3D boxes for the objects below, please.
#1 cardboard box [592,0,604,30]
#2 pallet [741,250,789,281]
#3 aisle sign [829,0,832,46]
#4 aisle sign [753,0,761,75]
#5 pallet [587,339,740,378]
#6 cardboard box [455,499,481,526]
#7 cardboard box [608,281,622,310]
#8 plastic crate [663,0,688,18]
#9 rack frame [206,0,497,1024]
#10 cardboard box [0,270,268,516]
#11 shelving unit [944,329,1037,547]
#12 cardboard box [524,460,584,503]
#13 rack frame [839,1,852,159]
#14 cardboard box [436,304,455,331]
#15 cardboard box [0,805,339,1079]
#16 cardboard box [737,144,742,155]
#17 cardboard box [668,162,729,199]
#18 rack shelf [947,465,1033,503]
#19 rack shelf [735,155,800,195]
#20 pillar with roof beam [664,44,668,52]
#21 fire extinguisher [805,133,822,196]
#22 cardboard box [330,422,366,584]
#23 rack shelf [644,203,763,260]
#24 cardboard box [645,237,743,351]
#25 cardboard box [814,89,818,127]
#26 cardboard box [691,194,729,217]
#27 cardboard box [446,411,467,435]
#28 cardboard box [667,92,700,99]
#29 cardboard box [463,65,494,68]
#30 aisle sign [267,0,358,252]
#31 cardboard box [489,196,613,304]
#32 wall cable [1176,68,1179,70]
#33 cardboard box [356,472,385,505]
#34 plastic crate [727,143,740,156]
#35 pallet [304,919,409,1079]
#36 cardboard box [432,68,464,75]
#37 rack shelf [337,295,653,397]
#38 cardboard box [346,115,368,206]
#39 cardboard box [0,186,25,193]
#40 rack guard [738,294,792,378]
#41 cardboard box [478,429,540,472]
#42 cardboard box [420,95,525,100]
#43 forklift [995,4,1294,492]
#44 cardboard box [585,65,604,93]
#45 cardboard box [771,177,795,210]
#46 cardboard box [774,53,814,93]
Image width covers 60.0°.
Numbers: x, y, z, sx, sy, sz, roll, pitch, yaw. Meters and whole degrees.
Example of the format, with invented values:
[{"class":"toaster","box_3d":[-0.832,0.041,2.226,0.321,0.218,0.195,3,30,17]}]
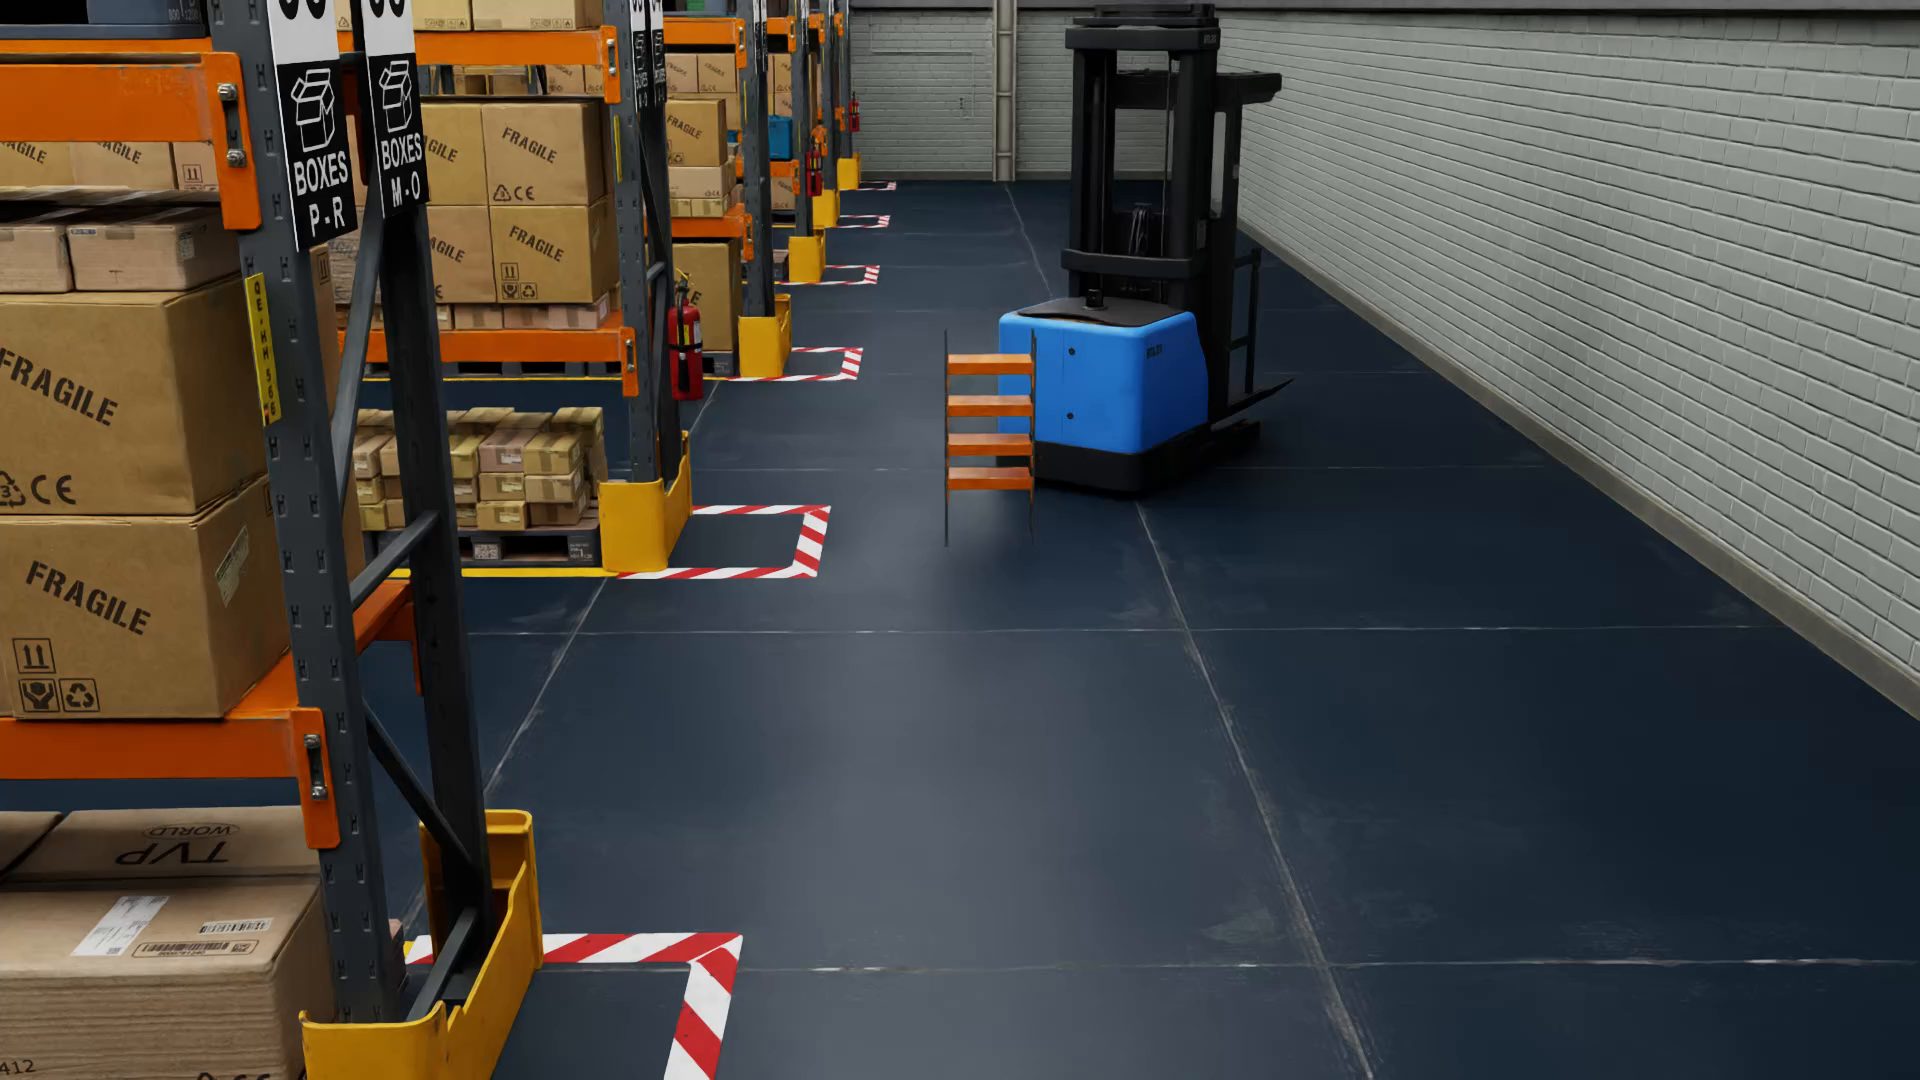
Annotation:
[{"class":"cardboard box","box_3d":[-2.158,-2.864,8.901,0.500,0.250,0.500,0,18,1]},{"class":"pallet","box_3d":[-2.585,-3.140,18.990,1.213,0.211,1.003,0,18,-1]},{"class":"aisle sign","box_3d":[-1.761,-7.117,22.568,0.004,0.787,0.394,0,18,-1]},{"class":"aisle sign","box_3d":[-1.605,-4.094,13.142,0.004,0.787,0.394,0,18,-1]},{"class":"pallet","box_3d":[-2.480,-1.591,14.163,1.213,0.211,1.003,0,18,-1]},{"class":"cardboard box","box_3d":[-2.749,-0.201,9.242,0.250,0.149,0.380,0,18,-1]},{"class":"cardboard box","box_3d":[-2.034,-1.411,9.445,0.250,0.149,0.380,0,18,-1]},{"class":"plastic crate","box_3d":[-3.292,-5.935,18.329,0.767,0.338,0.504,0,18,-1]},{"class":"rack frame","box_3d":[-1.525,0.080,4.388,0.127,3.000,1.000,0,18,-1]},{"class":"cardboard box","box_3d":[-2.004,-0.369,3.986,0.500,0.500,0.500,0,18,1]},{"class":"shelving unit","box_3d":[0.166,-0.572,9.367,0.503,1.200,0.258,0,18,-1]},{"class":"cardboard box","box_3d":[-2.228,-0.326,9.146,0.250,0.149,0.380,-1,18,-2]},{"class":"rack frame","box_3d":[-1.916,-7.485,27.972,0.127,3.000,1.000,0,18,-1]},{"class":"cardboard box","box_3d":[-2.781,-1.220,8.852,0.250,0.149,0.380,0,18,1]},{"class":"cardboard box","box_3d":[-2.184,1.133,4.610,0.875,0.438,0.875,-1,18,-3]},{"class":"cardboard box","box_3d":[-3.618,-6.456,28.168,0.500,0.500,0.700,-1,18,-3]},{"class":"cardboard box","box_3d":[-2.162,-2.934,13.541,0.500,0.250,0.500,-1,18,-2]},{"class":"rack shelf","box_3d":[0.166,-0.319,9.448,0.480,0.148,0.258,0,18,-1]},{"class":"rack shelf","box_3d":[-3.760,-4.108,18.619,4.000,0.370,1.077,0,18,-1]},{"class":"pillar with roof beam","box_3d":[-5.162,-9.276,23.730,0.400,9.000,9.100,0,18,-1]},{"class":"fire extinguisher","box_3d":[-1.602,-4.107,18.178,0.183,0.674,0.296,0,18,-1]},{"class":"cardboard box","box_3d":[-2.010,-0.053,4.639,0.500,0.500,0.500,0,18,-1]},{"class":"rack shelf","box_3d":[-3.682,-2.595,13.903,4.000,0.370,1.077,0,18,-1]},{"class":"cardboard box","box_3d":[-2.321,-2.108,13.998,0.875,0.875,0.875,0,18,-1]},{"class":"cardboard box","box_3d":[-2.282,-6.099,23.484,0.500,0.500,0.500,0,18,0]},{"class":"cardboard box","box_3d":[-2.033,-2.725,13.543,0.250,0.149,0.380,0,18,0]},{"class":"cardboard box","box_3d":[-3.008,-0.632,9.613,0.250,0.149,0.380,-1,18,-4]},{"class":"cardboard box","box_3d":[-3.800,-5.928,22.953,0.500,0.500,0.500,-1,18,-2]},{"class":"cardboard box","box_3d":[-7.910,-7.937,27.468,0.500,0.250,0.500,-1,18,-2]},{"class":"aisle sign","box_3d":[-1.449,-1.064,3.697,0.004,0.787,0.394,0,18,-1]},{"class":"cardboard box","box_3d":[-2.150,-1.540,8.787,0.500,0.500,0.500,0,18,0]},{"class":"wall cable","box_3d":[3.744,-8.782,27.274,0.112,2.526,3.097,0,18,-1]},{"class":"cardboard box","box_3d":[-3.265,-0.317,9.116,0.250,0.149,0.380,0,18,0]},{"class":"plastic crate","box_3d":[-2.573,-4.303,18.386,0.243,0.136,0.396,0,18,-1]},{"class":"pallet","box_3d":[-2.324,1.435,4.728,1.213,0.211,1.003,0,18,-1]},{"class":"cardboard box","box_3d":[-8.406,-7.572,27.557,0.500,0.500,0.500,0,18,-1]},{"class":"rack shelf","box_3d":[-3.704,-1.079,9.180,4.000,0.370,1.077,0,18,-1]},{"class":"cardboard box","box_3d":[-3.185,-2.011,8.619,0.500,0.500,0.500,1,18,2]},{"class":"cardboard box","box_3d":[-2.670,-0.840,4.392,0.250,0.149,0.380,-1,18,-3]},{"class":"rack guard","box_3d":[-1.658,-1.757,14.206,0.348,0.500,1.175,0,18,-1]},{"class":"cardboard box","box_3d":[-2.482,-0.494,9.182,0.250,0.149,0.380,0,18,0]},{"class":"cardboard box","box_3d":[-2.662,-2.172,9.119,0.500,0.500,0.500,0,18,1]},{"class":"forklift","box_3d":[1.447,-2.087,11.255,1.130,2.935,3.031,11,21,31]},{"class":"cardboard box","box_3d":[-4.843,-6.396,22.775,0.500,0.500,0.500,-1,18,-3]},{"class":"cardboard box","box_3d":[-2.374,-4.914,23.327,0.500,0.500,0.500,0,18,-1]},{"class":"cardboard box","box_3d":[-2.275,-6.410,22.819,0.500,0.500,0.500,0,18,-1]}]
